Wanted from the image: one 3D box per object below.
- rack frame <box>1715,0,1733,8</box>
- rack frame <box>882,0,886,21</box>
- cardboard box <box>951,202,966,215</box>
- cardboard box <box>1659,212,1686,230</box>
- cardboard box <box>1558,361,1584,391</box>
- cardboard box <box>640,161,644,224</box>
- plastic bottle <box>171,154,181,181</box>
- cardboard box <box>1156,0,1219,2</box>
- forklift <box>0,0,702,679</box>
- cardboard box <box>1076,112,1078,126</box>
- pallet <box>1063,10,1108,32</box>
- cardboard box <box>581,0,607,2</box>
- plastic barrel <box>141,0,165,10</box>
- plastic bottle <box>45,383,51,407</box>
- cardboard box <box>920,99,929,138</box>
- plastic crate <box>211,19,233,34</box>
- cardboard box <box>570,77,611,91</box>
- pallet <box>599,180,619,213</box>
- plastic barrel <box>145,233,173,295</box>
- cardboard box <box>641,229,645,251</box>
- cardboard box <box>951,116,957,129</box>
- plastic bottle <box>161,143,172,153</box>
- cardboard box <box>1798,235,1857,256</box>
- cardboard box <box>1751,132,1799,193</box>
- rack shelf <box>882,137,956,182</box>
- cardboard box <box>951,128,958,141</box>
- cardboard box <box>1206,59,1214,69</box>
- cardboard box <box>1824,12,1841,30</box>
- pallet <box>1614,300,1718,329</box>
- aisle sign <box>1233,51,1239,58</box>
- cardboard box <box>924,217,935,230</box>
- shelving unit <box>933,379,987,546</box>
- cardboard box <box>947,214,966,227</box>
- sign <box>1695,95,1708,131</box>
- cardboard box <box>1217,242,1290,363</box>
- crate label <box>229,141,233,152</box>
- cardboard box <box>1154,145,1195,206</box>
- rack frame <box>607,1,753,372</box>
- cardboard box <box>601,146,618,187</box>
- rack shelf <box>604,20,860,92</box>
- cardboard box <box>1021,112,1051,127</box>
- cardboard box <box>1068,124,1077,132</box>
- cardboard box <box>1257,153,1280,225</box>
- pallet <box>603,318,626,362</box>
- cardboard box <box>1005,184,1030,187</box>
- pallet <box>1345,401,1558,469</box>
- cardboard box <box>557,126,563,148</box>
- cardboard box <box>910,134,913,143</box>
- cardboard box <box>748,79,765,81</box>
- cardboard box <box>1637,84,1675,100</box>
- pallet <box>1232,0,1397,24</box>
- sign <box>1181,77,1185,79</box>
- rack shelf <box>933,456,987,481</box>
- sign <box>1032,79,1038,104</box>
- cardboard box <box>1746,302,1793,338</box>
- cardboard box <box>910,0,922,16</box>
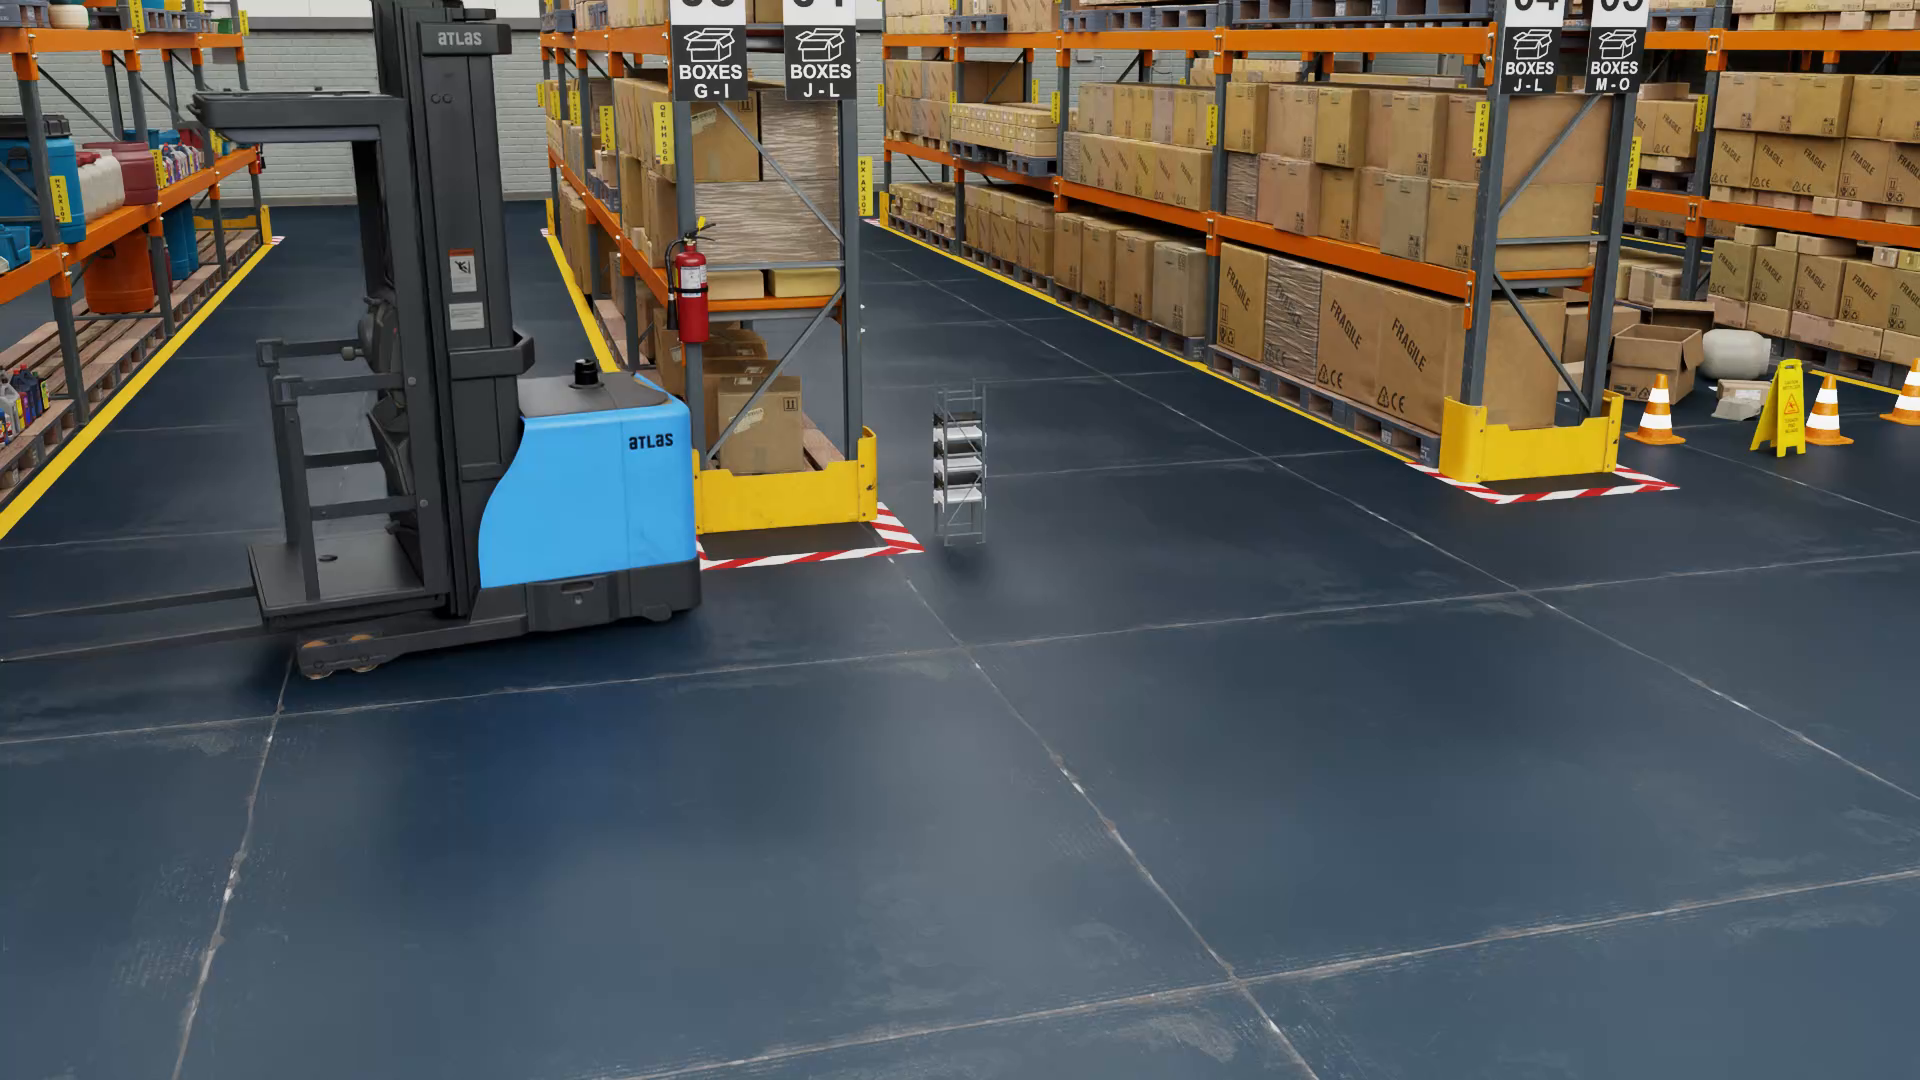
[{"bbox_3d":[7.365,-6.297,14.775,1.000,3.000,0.127,-5,17,-15],"label":"rack frame"},{"bbox_3d":[-0.664,-9.197,24.429,1.000,3.000,0.127,-5,17,-15],"label":"rack frame"},{"bbox_3d":[0.087,-4.416,22.132,0.380,0.149,0.250,-4,17,-14],"label":"cardboard box"},{"bbox_3d":[10.144,-4.598,23.160,0.500,0.500,0.500,-5,17,-17],"label":"cardboard box"},{"bbox_3d":[4.877,-1.366,13.537,0.396,0.266,0.258,-2,17,-6],"label":"cardboard box"},{"bbox_3d":[-1.761,-2.430,11.638,0.875,0.500,0.500,-5,17,-15],"label":"cardboard box"},{"bbox_3d":[-8.258,-3.920,17.492,0.061,0.283,0.133,-5,17,-15],"label":"plastic bottle"},{"bbox_3d":[2.083,-4.943,14.836,0.500,0.250,0.500,-5,17,-16],"label":"cardboard box"},{"bbox_3d":[-2.826,-0.958,7.547,3.031,2.935,1.130,-8,18,-25],"label":"forklift"},{"bbox_3d":[1.517,-4.694,18.539,0.380,0.149,0.250,-5,17,-17],"label":"cardboard box"},{"bbox_3d":[1.762,-5.284,16.942,1.213,0.211,1.003,-4,17,-13],"label":"pallet"},{"bbox_3d":[-3.100,-5.042,14.765,0.500,0.500,0.500,-5,17,-17],"label":"cardboard box"},{"bbox_3d":[-8.508,-5.880,16.997,0.600,0.901,0.708,-5,17,-15],"label":"plastic barrel"},{"bbox_3d":[-6.526,-1.044,11.813,0.097,0.201,0.097,0,17,0],"label":"plastic bottle"},{"bbox_3d":[-0.246,-5.801,22.859,0.500,0.500,0.500,-5,17,-16],"label":"cardboard box"},{"bbox_3d":[-9.678,-6.653,21.542,0.450,0.188,0.336,-5,17,-15],"label":"plastic crate"},{"bbox_3d":[-4.178,-5.206,19.651,0.797,0.503,0.637,-5,17,-17],"label":"cardboard box"},{"bbox_3d":[-2.679,-3.111,14.928,1.003,0.211,1.213,-5,17,-15],"label":"pallet"},{"bbox_3d":[-8.486,-2.848,17.182,0.600,0.588,0.708,-5,17,-15],"label":"plastic barrel"},{"bbox_3d":[-2.026,-2.093,11.644,0.380,0.149,0.250,-5,17,-15],"label":"cardboard box"},{"bbox_3d":[0.101,-5.296,21.058,0.380,0.149,0.250,-4,17,-14],"label":"cardboard box"},{"bbox_3d":[-8.644,-4.148,18.131,0.144,0.351,0.185,-5,17,-15],"label":"plastic bottle"},{"bbox_3d":[7.464,-2.538,14.306,0.380,0.149,0.250,-4,17,-12],"label":"cardboard box"},{"bbox_3d":[7.379,-3.334,14.646,0.500,0.500,0.500,-5,17,-15],"label":"cardboard box"},{"bbox_3d":[-0.115,-5.426,23.554,1.077,0.370,4.000,-5,17,-15],"label":"rack shelf"},{"bbox_3d":[0.101,-5.153,21.100,0.380,0.149,0.250,-6,18,-18],"label":"cardboard box"},{"bbox_3d":[4.001,-7.313,25.544,0.380,0.149,0.250,-4,17,-14],"label":"cardboard box"},{"bbox_3d":[7.501,-4.351,13.946,0.380,0.149,0.250,-5,18,-17],"label":"cardboard box"},{"bbox_3d":[7.150,-2.304,16.755,1.003,0.211,1.213,-5,17,-15],"label":"pallet"},{"bbox_3d":[4.346,-8.033,26.462,0.394,0.787,0.004,-5,17,-15],"label":"aisle sign"},{"bbox_3d":[-0.285,-4.421,23.183,0.380,0.149,0.250,-5,17,-15],"label":"cardboard box"},{"bbox_3d":[-0.002,-0.433,9.330,0.258,0.900,0.210,-5,17,-15],"label":"shelving unit"},{"bbox_3d":[0.043,-4.258,22.122,0.380,0.149,0.250,-4,17,-14],"label":"cardboard box"},{"bbox_3d":[6.833,-3.934,15.322,0.100,0.325,0.005,-5,17,-15],"label":"sign"},{"bbox_3d":[2.739,-2.009,13.889,0.875,0.875,0.875,-4,17,-14],"label":"cardboard box"},{"bbox_3d":[-9.659,-5.103,21.581,0.396,0.136,0.243,-5,17,-15],"label":"crate label"},{"bbox_3d":[2.094,-3.316,15.103,0.500,0.500,0.500,-5,17,-16],"label":"cardboard box"},{"bbox_3d":[-2.163,-2.641,13.029,1.000,3.000,0.127,-5,17,-15],"label":"rack frame"},{"bbox_3d":[-2.728,-3.364,14.526,0.797,0.503,0.637,-3,17,-10],"label":"cardboard box"},{"bbox_3d":[-1.613,-3.180,10.860,1.077,0.370,4.000,-5,17,-15],"label":"rack shelf"},{"bbox_3d":[0.892,-4.646,18.378,0.380,0.149,0.250,-5,17,-16],"label":"cardboard box"},{"bbox_3d":[1.442,-4.633,18.850,0.380,0.149,0.250,-5,18,-17],"label":"cardboard box"},{"bbox_3d":[2.919,-2.825,13.383,0.875,0.550,0.550,-5,17,-15],"label":"cardboard box"},{"bbox_3d":[-2.717,-1.859,15.273,1.003,0.211,1.213,-5,17,-15],"label":"pallet"},{"bbox_3d":[0.883,-4.395,21.180,0.500,0.250,0.500,-5,17,-17],"label":"cardboard box"},{"bbox_3d":[3.438,-0.778,11.675,1.003,0.211,1.213,-5,17,-15],"label":"pallet"},{"bbox_3d":[-4.735,-5.026,20.712,0.500,0.250,0.500,-5,17,-16],"label":"cardboard box"},{"bbox_3d":[-0.504,-5.805,23.999,0.380,0.149,0.250,-5,17,-16],"label":"cardboard box"},{"bbox_3d":[-1.636,-3.069,12.026,0.500,0.500,0.500,-5,17,-15],"label":"cardboard box"},{"bbox_3d":[6.819,-4.426,16.424,0.380,0.149,0.250,-5,17,-17],"label":"cardboard box"},{"bbox_3d":[2.848,-4.172,13.067,1.003,0.211,1.213,-5,17,-15],"label":"pallet"},{"bbox_3d":[4.445,-8.876,32.350,0.339,0.242,0.001,-5,17,-15],"label":"sign"},{"bbox_3d":[-0.002,-0.401,9.340,0.258,0.077,0.200,-5,17,-15],"label":"rack shelf"},{"bbox_3d":[0.968,-5.817,21.591,0.100,0.325,0.005,-5,17,-15],"label":"sign"},{"bbox_3d":[7.425,-1.977,14.870,0.500,0.250,0.500,-4,17,-12],"label":"cardboard box"},{"bbox_3d":[-0.381,-7.362,22.923,0.500,0.250,0.500,-5,18,-17],"label":"cardboard box"}]
